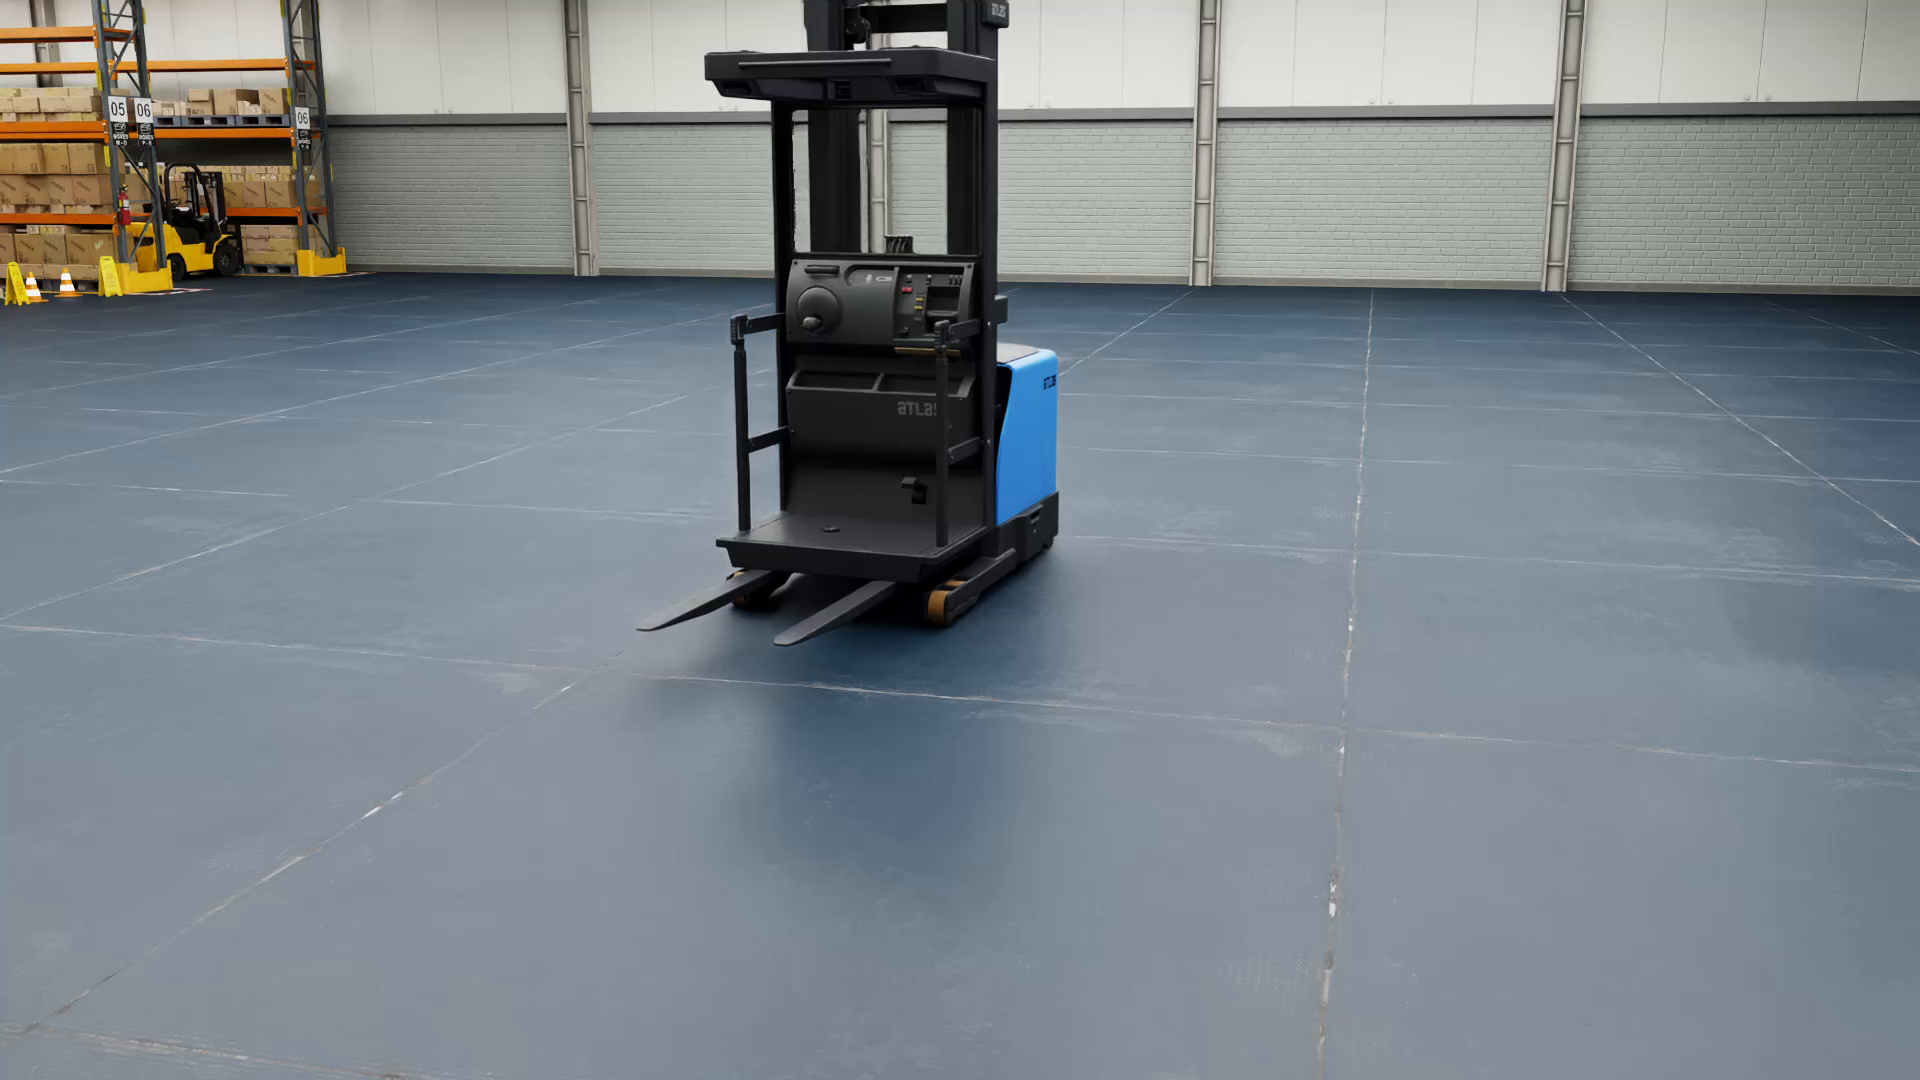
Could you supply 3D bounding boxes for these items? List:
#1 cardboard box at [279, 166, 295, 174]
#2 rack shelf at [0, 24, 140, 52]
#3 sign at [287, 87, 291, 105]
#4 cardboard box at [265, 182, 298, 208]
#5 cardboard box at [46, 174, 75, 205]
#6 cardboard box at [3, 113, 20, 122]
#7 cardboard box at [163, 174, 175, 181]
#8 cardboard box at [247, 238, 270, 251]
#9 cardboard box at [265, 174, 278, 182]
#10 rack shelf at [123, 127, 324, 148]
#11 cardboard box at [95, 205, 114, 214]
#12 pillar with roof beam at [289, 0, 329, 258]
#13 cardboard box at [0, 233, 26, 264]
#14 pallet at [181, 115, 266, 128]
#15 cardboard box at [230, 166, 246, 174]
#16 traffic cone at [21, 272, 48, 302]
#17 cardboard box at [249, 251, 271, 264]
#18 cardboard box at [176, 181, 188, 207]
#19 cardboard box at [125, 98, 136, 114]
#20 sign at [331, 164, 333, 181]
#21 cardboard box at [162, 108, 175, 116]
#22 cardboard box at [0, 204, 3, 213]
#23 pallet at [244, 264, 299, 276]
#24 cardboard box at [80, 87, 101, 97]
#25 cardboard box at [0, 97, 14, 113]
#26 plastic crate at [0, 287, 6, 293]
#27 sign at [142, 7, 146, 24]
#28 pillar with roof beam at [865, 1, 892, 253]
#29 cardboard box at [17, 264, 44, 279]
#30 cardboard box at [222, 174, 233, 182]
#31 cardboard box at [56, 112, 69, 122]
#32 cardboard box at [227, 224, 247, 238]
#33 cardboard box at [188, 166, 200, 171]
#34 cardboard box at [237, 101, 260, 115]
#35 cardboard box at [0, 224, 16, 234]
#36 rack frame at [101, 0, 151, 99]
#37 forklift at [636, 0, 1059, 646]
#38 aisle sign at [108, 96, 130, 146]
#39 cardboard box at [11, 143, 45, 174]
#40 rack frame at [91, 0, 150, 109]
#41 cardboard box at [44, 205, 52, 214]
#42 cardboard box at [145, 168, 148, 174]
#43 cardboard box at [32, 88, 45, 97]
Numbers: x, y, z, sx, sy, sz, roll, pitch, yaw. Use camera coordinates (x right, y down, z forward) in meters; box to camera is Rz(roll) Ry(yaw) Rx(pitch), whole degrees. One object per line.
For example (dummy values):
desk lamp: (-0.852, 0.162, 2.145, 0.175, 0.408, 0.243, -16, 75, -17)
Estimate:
cardboard box: (-13.089, -7.236, 32.508, 0.250, 0.149, 0.380, 3, 13, 14)
rack shelf: (-15.818, -8.387, 27.928, 4.000, 0.370, 1.077, 3, 13, 14)
sign: (-12.834, -8.496, 31.814, 0.005, 0.325, 0.100, 3, 13, 14)
cardboard box: (-13.231, -6.770, 32.593, 0.500, 0.500, 0.500, 3, 13, 12)
cardboard box: (-14.954, -5.898, 27.976, 0.500, 0.500, 0.500, 3, 13, 14)
cardboard box: (-15.791, -7.079, 27.870, 0.250, 0.149, 0.380, 3, 13, 13)
cardboard box: (-15.594, -7.203, 33.047, 0.250, 0.149, 0.380, 3, 13, 15)
cardboard box: (-13.722, -5.846, 32.881, 0.500, 0.250, 0.500, 3, 13, 13)
cardboard box: (-13.349, -7.083, 32.504, 0.250, 0.149, 0.380, 3, 13, 14)
rack shelf: (-14.632, -7.968, 32.958, 4.000, 0.370, 1.077, 3, 13, 14)
cardboard box: (-14.290, -5.559, 27.944, 0.250, 0.149, 0.380, 4, 13, 15)
pillar with roof beam: (-14.182, -9.000, 29.025, 0.400, 9.000, 9.100, 3, 13, 14)
cardboard box: (-16.226, -5.004, 28.508, 0.500, 0.500, 0.500, 4, 13, 16)
pallet: (-14.559, -8.277, 32.896, 1.213, 0.211, 1.003, 3, 13, 14)
cardboard box: (-14.099, -7.269, 32.657, 0.250, 0.149, 0.380, 3, 13, 15)
traffic cone: (-14.538, -3.969, 26.053, 0.334, 0.463, 0.336, 3, 13, 14)
cardboard box: (-13.703, -5.600, 32.926, 0.500, 0.250, 0.500, 3, 13, 14)
cardboard box: (-15.204, -6.880, 33.088, 0.500, 0.500, 0.500, 3, 13, 13)
cardboard box: (-14.300, -7.326, 28.061, 0.500, 0.250, 0.500, 3, 13, 13)
sign: (-12.552, -7.329, 33.160, 0.005, 0.325, 0.100, 3, 13, 14)
cardboard box: (-15.465, -8.427, 32.747, 0.250, 0.149, 0.380, 3, 13, 15)
cardboard box: (-16.291, -5.640, 28.309, 0.250, 0.149, 0.380, 3, 13, 14)
pallet: (-13.443, -5.421, 33.179, 1.213, 0.211, 1.003, 3, 13, 14)
cardboard box: (-14.275, -7.394, 27.447, 0.250, 0.149, 0.380, 3, 13, 14)
cardboard box: (-15.921, -7.291, 27.907, 0.500, 0.250, 0.500, 3, 13, 14)
plastic crate: (-16.432, -4.235, 28.139, 0.583, 0.080, 0.402, -1, 13, -6)
sign: (-16.417, -10.536, 33.425, 0.005, 0.325, 0.100, 3, 13, 14)
pillar with roof beam: (-2.531, -8.378, 26.218, 0.400, 9.000, 9.100, 3, 13, 14)
cardboard box: (-15.736, -4.610, 28.464, 0.500, 0.250, 0.500, 3, 13, 12)
cardboard box: (-14.345, -7.137, 32.749, 0.250, 0.149, 0.380, 3, 13, 14)
cardboard box: (-14.789, -7.036, 27.674, 0.250, 0.149, 0.380, 3, 13, 15)
cardboard box: (-14.202, -6.110, 32.916, 0.500, 0.250, 0.500, 3, 13, 14)
cardboard box: (-15.066, -7.340, 32.978, 0.250, 0.149, 0.380, 3, 13, 13)
cardboard box: (-13.814, -8.396, 32.336, 0.258, 0.266, 0.396, 3, 13, 14)
cardboard box: (-16.383, -5.314, 28.410, 0.250, 0.149, 0.380, 4, 13, 17)
rack frame: (-16.574, -9.887, 33.023, 0.127, 3.000, 1.000, 3, 13, 14)
forklift: (-0.452, -1.143, 7.617, 1.130, 2.935, 3.031, 5, 13, 20)
aisle sign: (-13.885, -6.912, 27.461, 0.004, 0.787, 0.394, 3, 13, 14)
cardboard box: (-15.434, -6.403, 27.940, 0.500, 0.500, 0.700, 3, 13, 13)
rack frame: (-13.876, -8.636, 27.382, 0.127, 3.000, 1.000, 3, 13, 14)
cardboard box: (-15.279, -5.616, 28.203, 0.250, 0.149, 0.380, 3, 13, 14)
cardboard box: (-16.056, -7.400, 33.245, 0.250, 0.149, 0.380, 3, 13, 14)
cardboard box: (-15.238, -7.463, 27.758, 0.250, 0.149, 0.380, 3, 13, 14)
